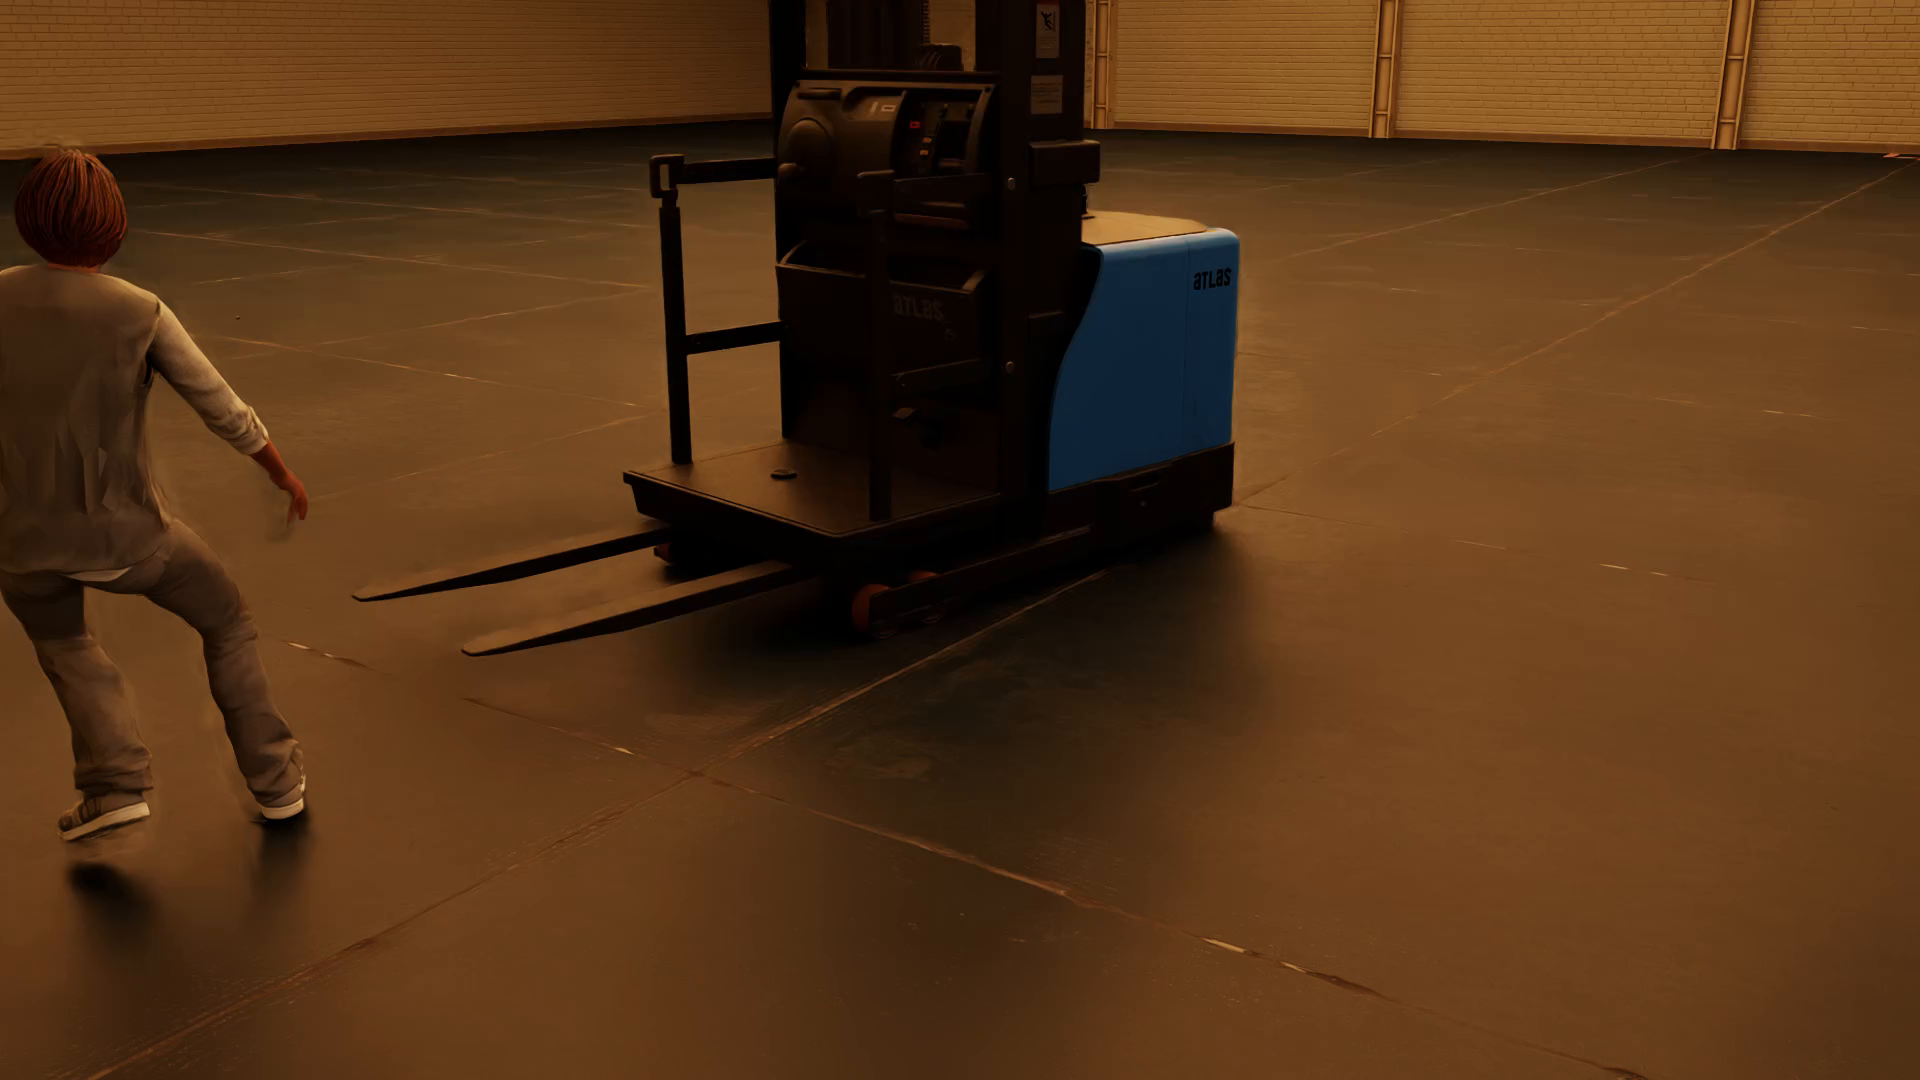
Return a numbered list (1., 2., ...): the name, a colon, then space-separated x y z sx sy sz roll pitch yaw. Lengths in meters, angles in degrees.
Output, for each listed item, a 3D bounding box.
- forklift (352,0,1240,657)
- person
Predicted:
1. forklift: -0.395 -1.274 5.092 3.031 2.935 1.130 -16 23 -42
2. person: -1.743 -0.064 3.519 0.651 1.503 0.522 -4 17 -15
